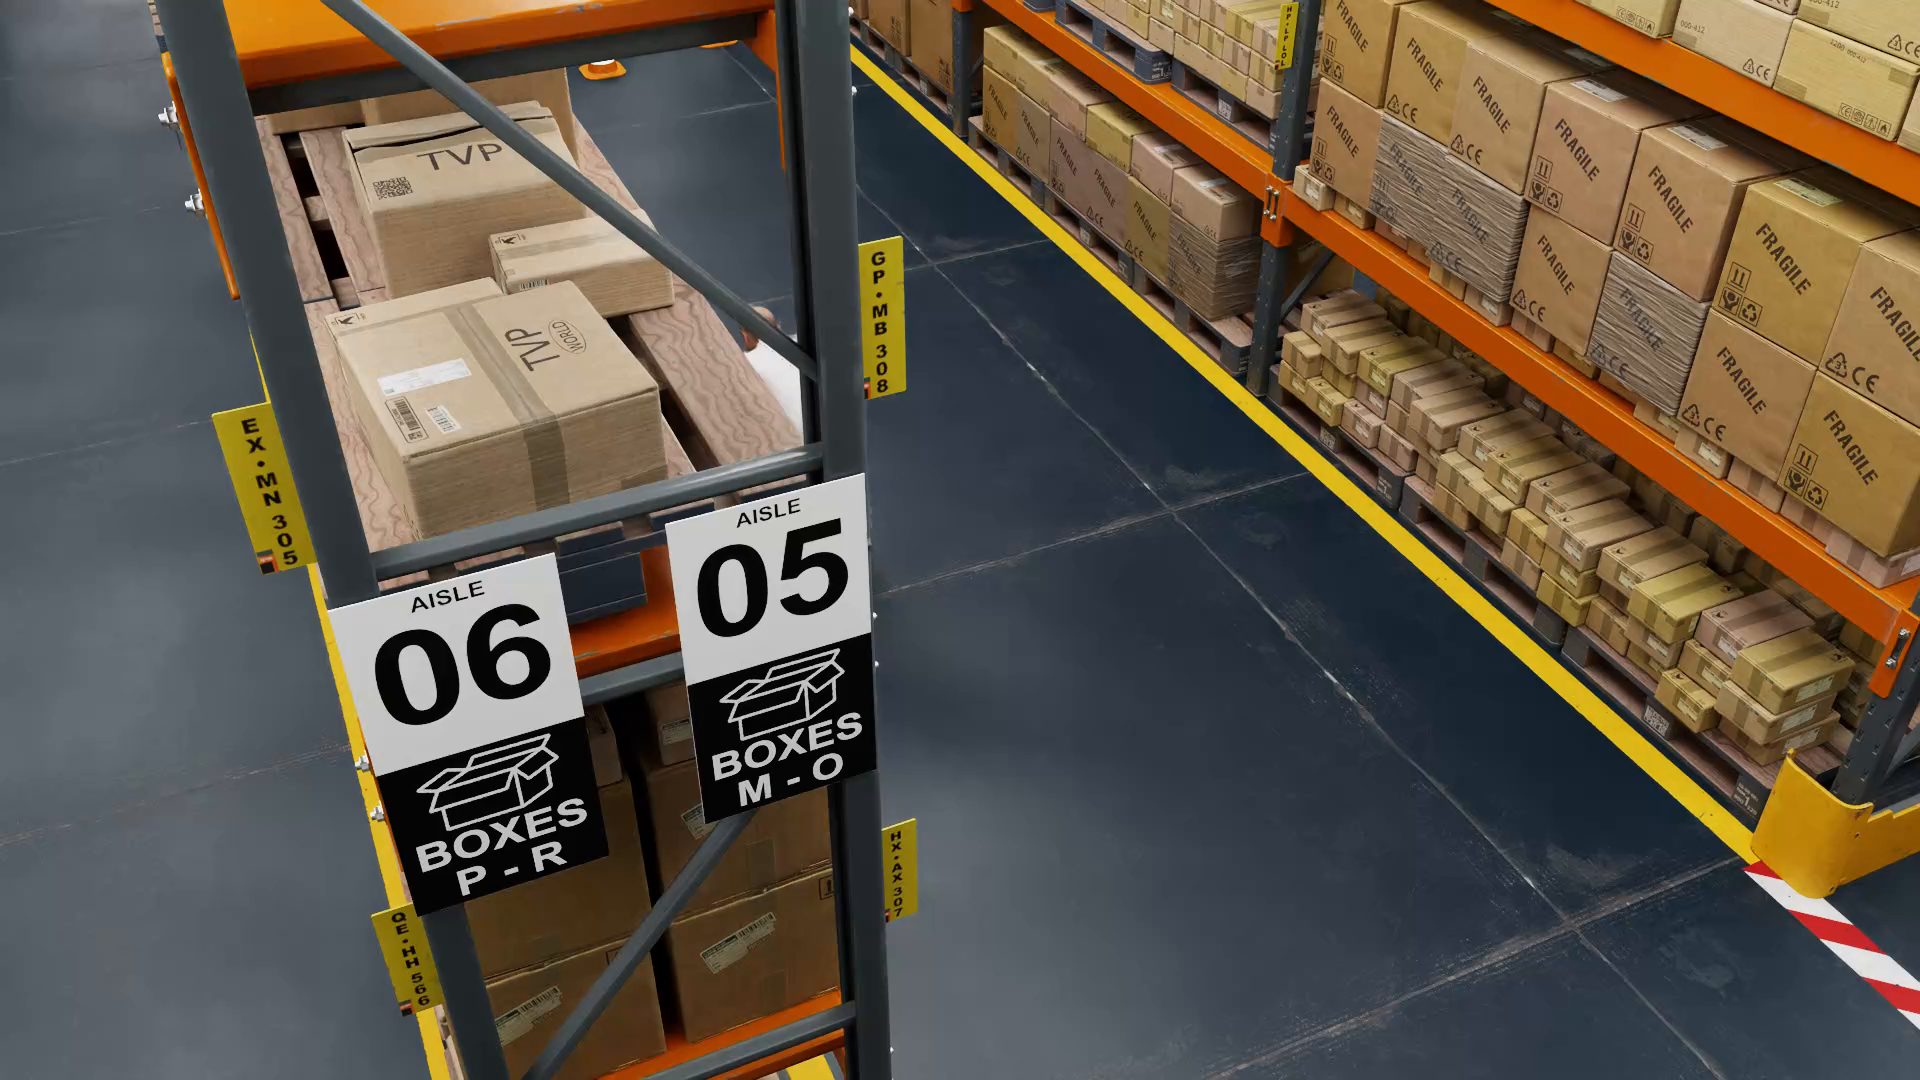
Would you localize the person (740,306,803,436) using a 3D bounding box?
[{"bbox_3d":[-0.814,-0.519,8.132,0.617,1.099,0.867,-16,40,-20],"label":"person"}]
